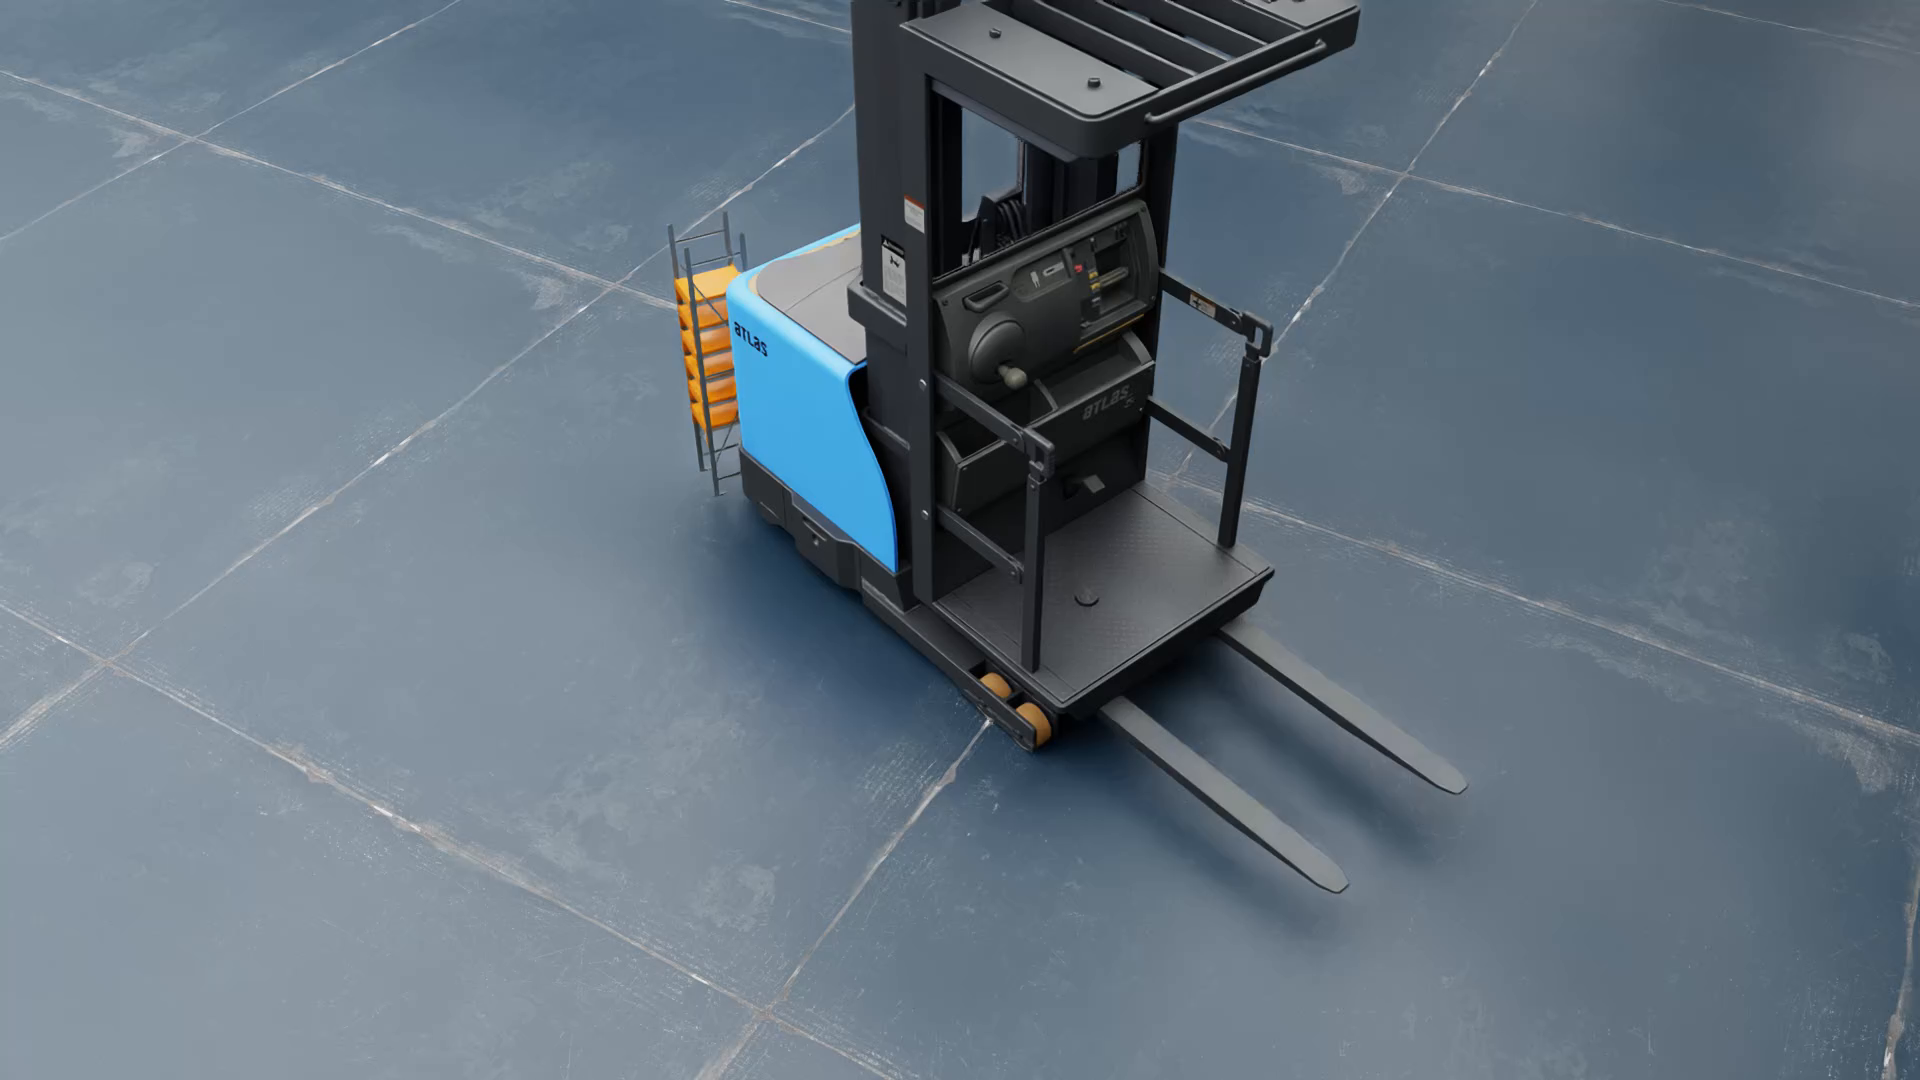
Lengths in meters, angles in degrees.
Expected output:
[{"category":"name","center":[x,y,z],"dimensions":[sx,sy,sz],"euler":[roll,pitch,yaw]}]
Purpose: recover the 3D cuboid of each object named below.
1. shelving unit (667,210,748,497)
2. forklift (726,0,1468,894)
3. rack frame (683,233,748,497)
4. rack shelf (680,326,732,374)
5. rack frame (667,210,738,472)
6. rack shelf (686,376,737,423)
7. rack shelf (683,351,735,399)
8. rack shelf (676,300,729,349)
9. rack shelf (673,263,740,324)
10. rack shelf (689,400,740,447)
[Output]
[{"category":"shelving unit","center":[-0.959,-0.722,6.662],"dimensions":[0.258,1.200,0.189],"euler":[-18,45,-20]},{"category":"forklift","center":[0.443,-0.737,5.369],"dimensions":[1.130,2.935,3.031],"euler":[-30,49,-29]},{"category":"rack frame","center":[-0.918,-0.668,6.601],"dimensions":[0.240,1.200,0.006],"euler":[-18,45,-20]},{"category":"rack shelf","center":[-0.959,-0.779,6.612],"dimensions":[0.258,0.103,0.180],"euler":[-18,45,-20]},{"category":"rack frame","center":[-1.000,-0.776,6.723],"dimensions":[0.240,1.200,0.006],"euler":[-18,45,-20]},{"category":"rack shelf","center":[-0.959,-0.599,6.771],"dimensions":[0.258,0.103,0.180],"euler":[-18,45,-20]},{"category":"rack shelf","center":[-0.959,-0.689,6.691],"dimensions":[0.258,0.103,0.180],"euler":[-18,45,-20]},{"category":"rack shelf","center":[-0.959,-0.869,6.533],"dimensions":[0.258,0.103,0.180],"euler":[-18,45,-20]},{"category":"rack shelf","center":[-0.959,-0.959,6.454],"dimensions":[0.258,0.103,0.180],"euler":[-18,45,-20]},{"category":"rack shelf","center":[-0.959,-0.509,6.850],"dimensions":[0.258,0.103,0.180],"euler":[-18,45,-20]}]
